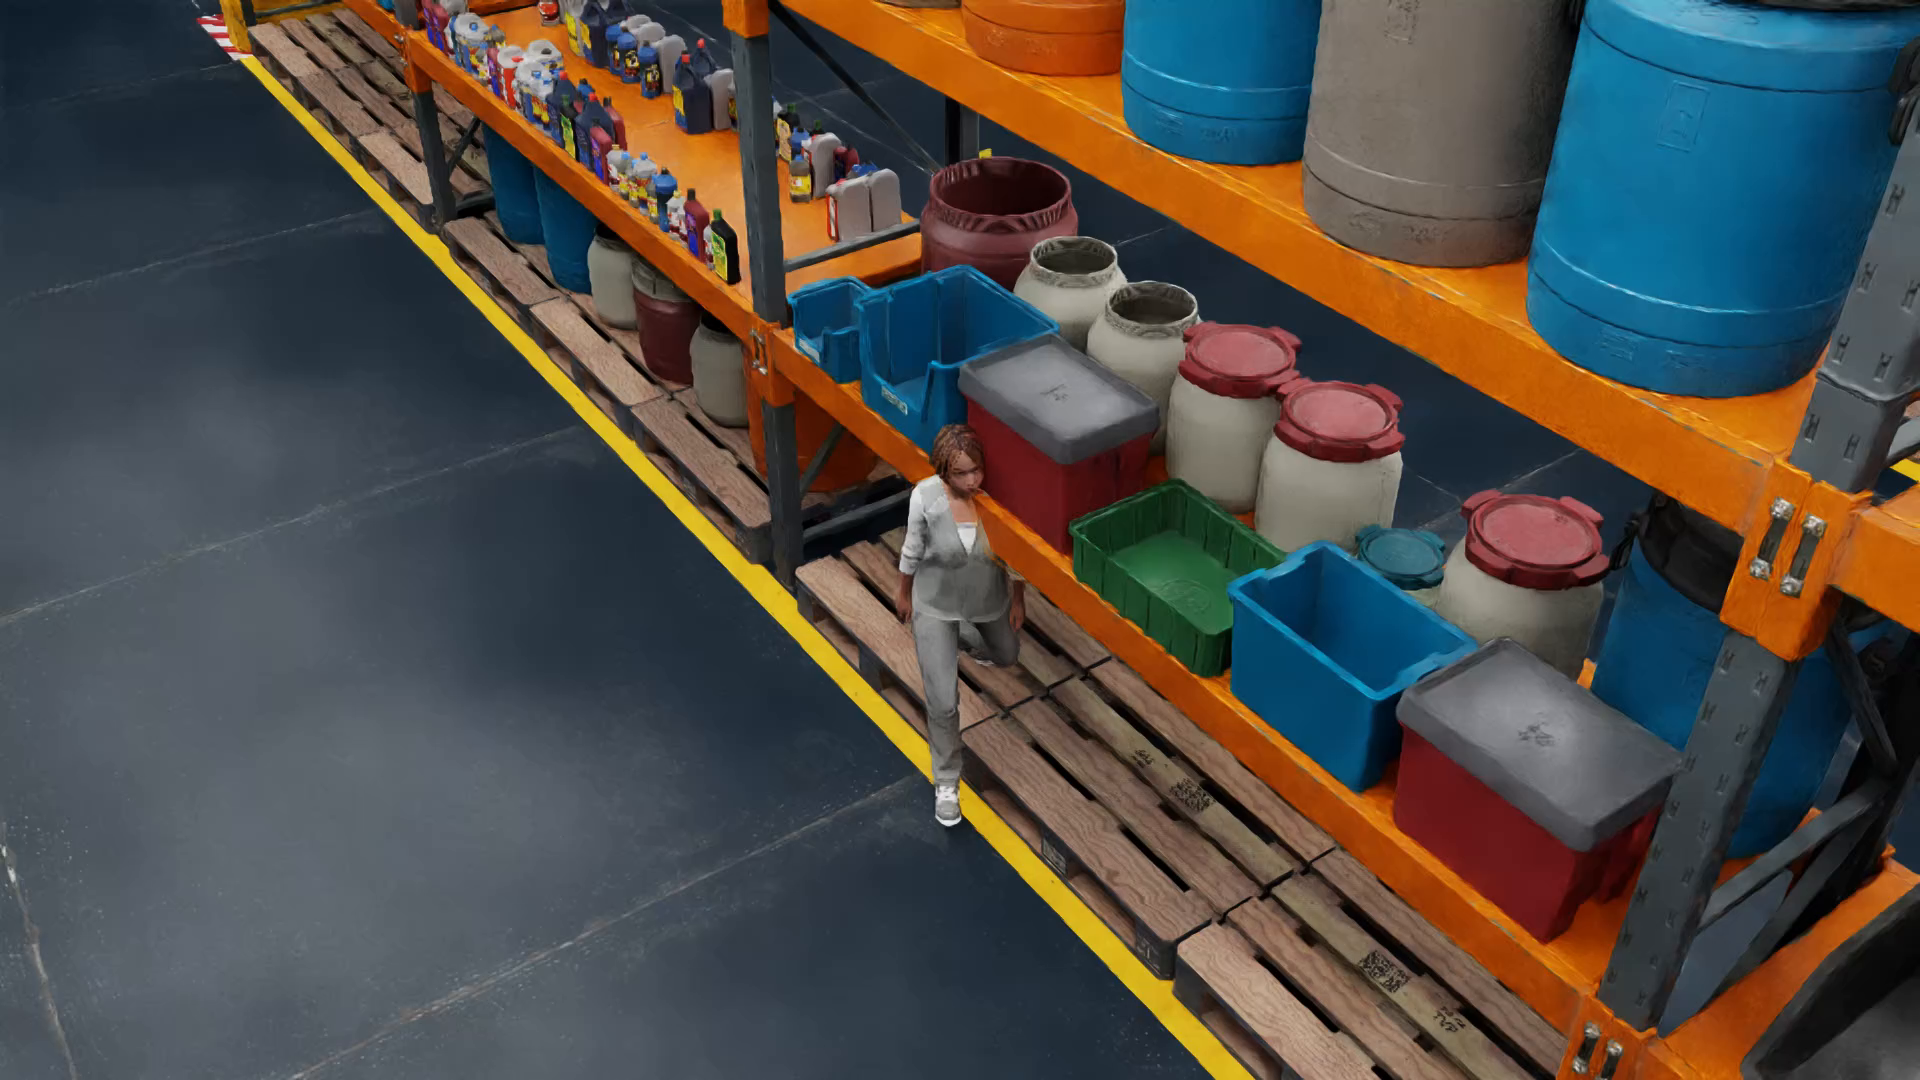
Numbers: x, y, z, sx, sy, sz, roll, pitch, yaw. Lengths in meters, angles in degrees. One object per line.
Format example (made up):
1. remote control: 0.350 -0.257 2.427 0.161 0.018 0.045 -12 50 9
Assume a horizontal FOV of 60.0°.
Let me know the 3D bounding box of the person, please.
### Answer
1. person: 0.003 0.178 5.949 0.457 1.545 0.879 -8 37 -10
